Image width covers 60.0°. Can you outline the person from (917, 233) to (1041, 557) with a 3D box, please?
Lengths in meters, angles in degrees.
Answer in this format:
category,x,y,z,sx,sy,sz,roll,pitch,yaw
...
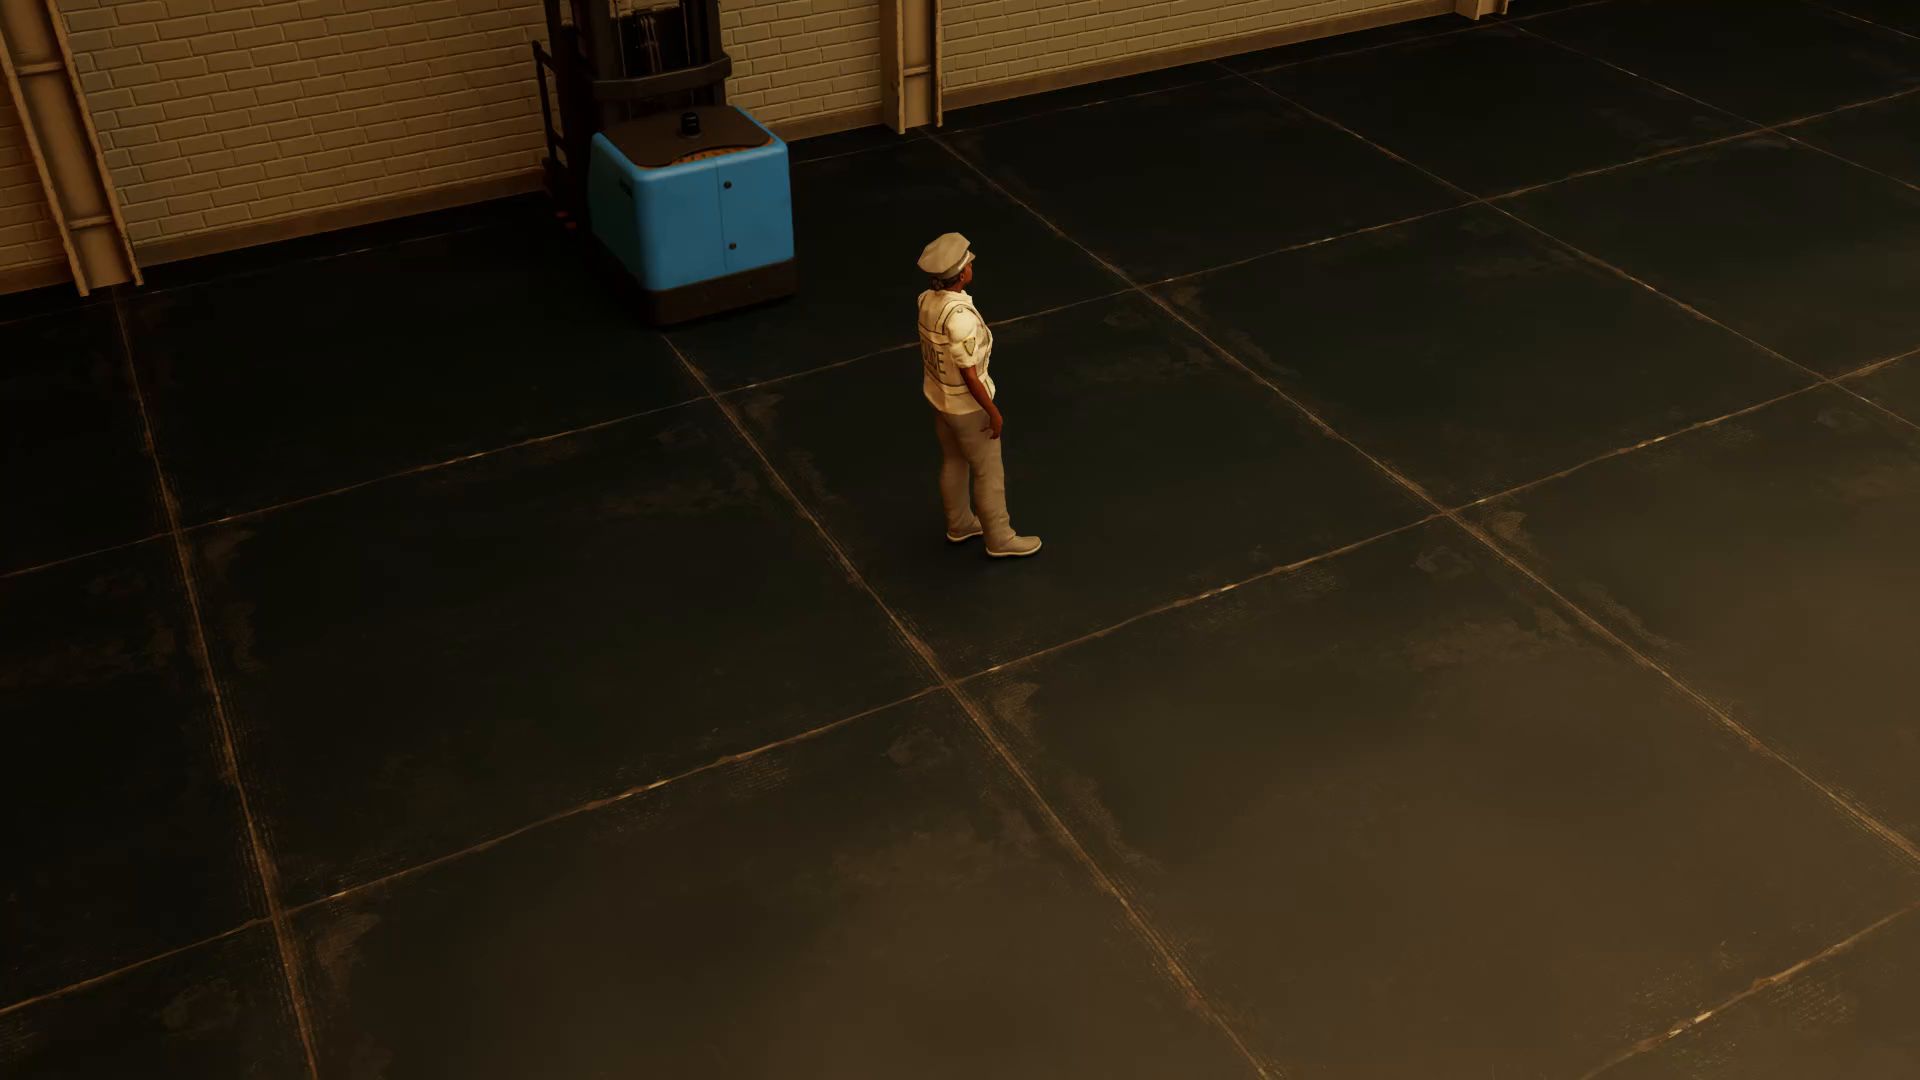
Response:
category,x,y,z,sx,sy,sz,roll,pitch,yaw
person,0.076,-0.707,8.184,0.528,1.693,0.569,-17,39,-23

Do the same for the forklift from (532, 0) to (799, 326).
category,x,y,z,sx,sy,sz,roll,pitch,yaw
forklift,-2.223,-3.366,10.885,1.130,2.935,3.031,-18,39,-24
